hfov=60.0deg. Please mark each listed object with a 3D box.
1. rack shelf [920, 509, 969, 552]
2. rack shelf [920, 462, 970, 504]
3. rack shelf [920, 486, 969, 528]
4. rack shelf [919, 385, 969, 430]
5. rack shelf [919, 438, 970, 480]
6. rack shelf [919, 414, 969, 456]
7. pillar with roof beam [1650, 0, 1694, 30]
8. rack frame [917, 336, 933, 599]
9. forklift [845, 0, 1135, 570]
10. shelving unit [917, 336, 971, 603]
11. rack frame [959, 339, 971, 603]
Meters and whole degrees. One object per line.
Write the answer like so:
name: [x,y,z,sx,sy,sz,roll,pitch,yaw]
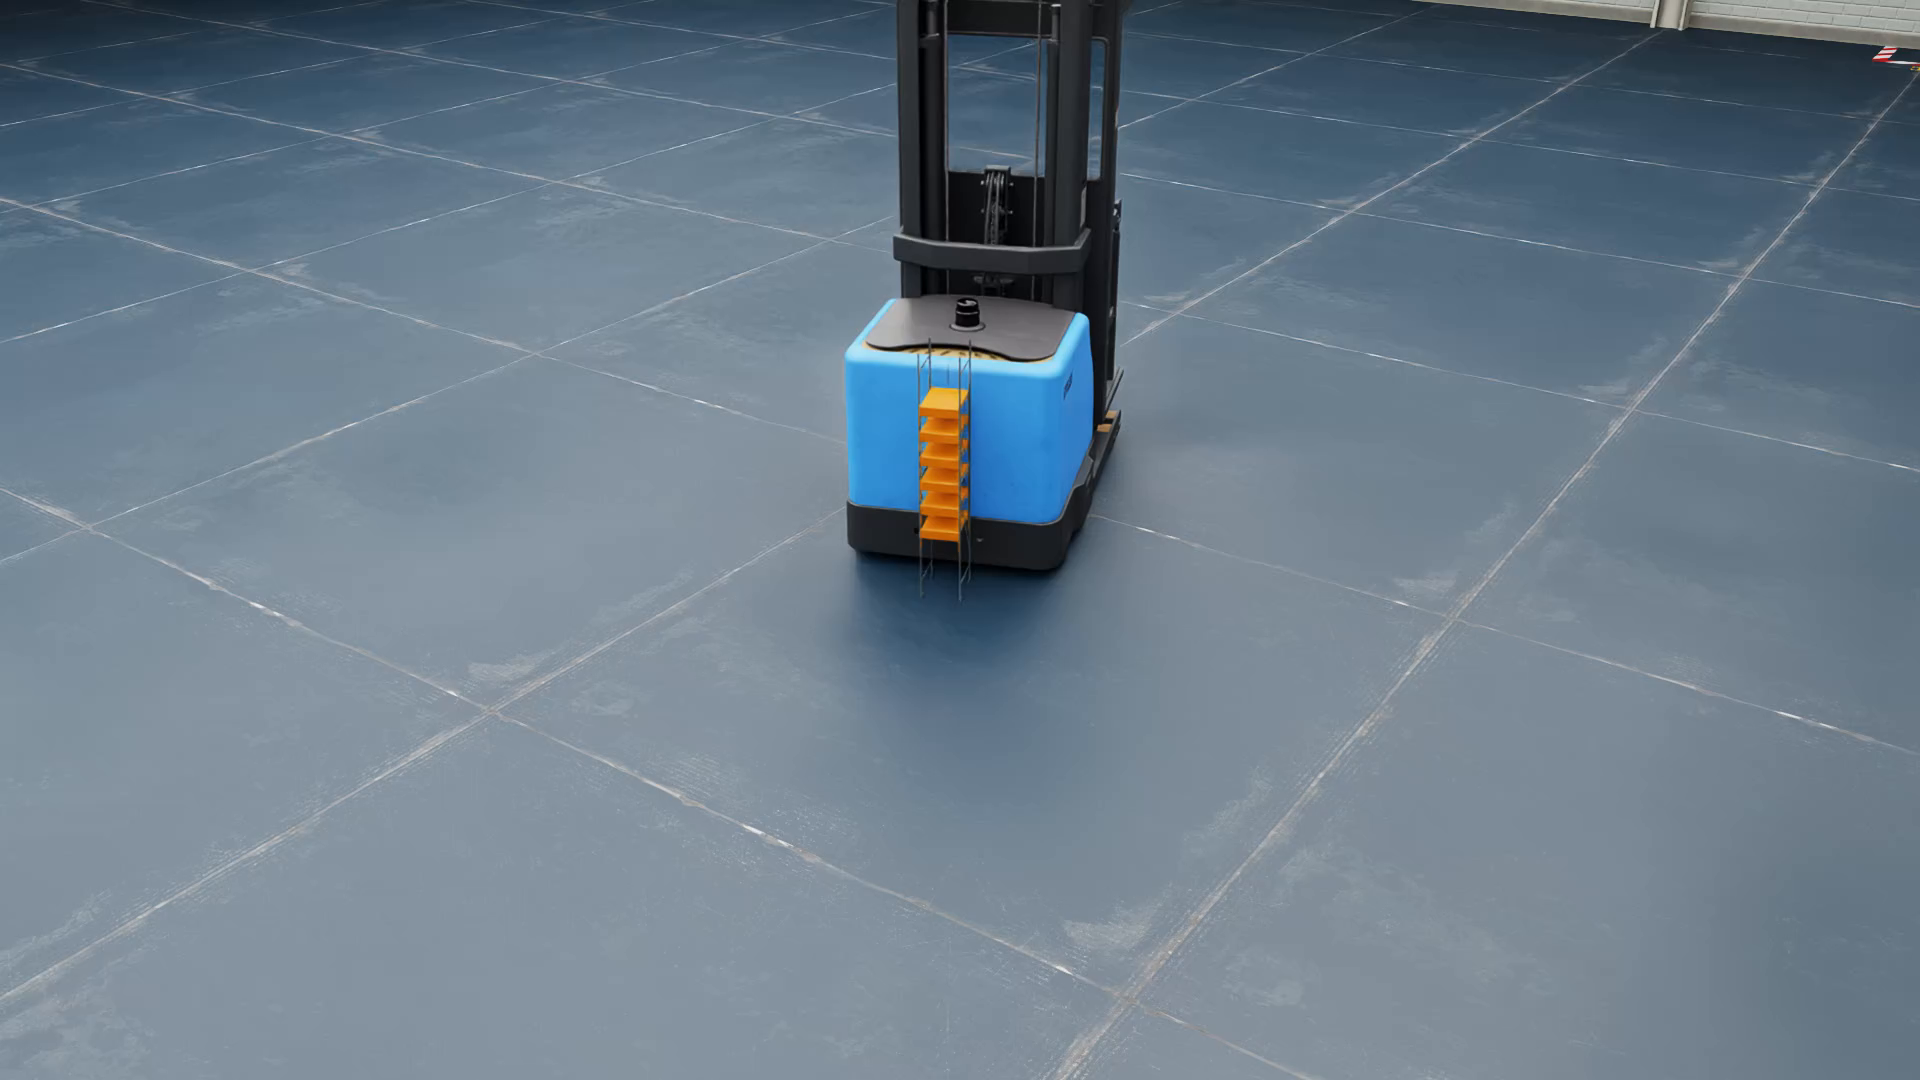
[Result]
rack shelf: [-0.067,-0.054,7.660,0.180,0.103,0.258,5,27,11]
rack shelf: [-0.067,-0.268,7.551,0.180,0.103,0.258,5,27,11]
rack shelf: [-0.067,-0.161,7.606,0.180,0.103,0.258,5,27,11]
rack shelf: [-0.067,-0.589,7.388,0.180,0.103,0.258,5,27,11]
rack shelf: [-0.067,-0.375,7.497,0.180,0.103,0.258,5,27,11]
rack shelf: [-0.067,-0.482,7.442,0.180,0.103,0.258,5,27,11]
pillar with roof beam: [6.499,-8.866,15.749,0.400,9.000,9.100,17,32,30]
rack frame: [-0.157,-0.316,7.548,0.006,1.200,0.240,5,27,11]
forklift: [0.289,-1.814,8.582,1.130,2.935,3.031,6,28,12]
shelving unit: [-0.067,-0.307,7.531,0.189,1.200,0.258,5,27,11]
rack frame: [0.022,-0.299,7.514,0.006,1.200,0.240,5,27,11]
